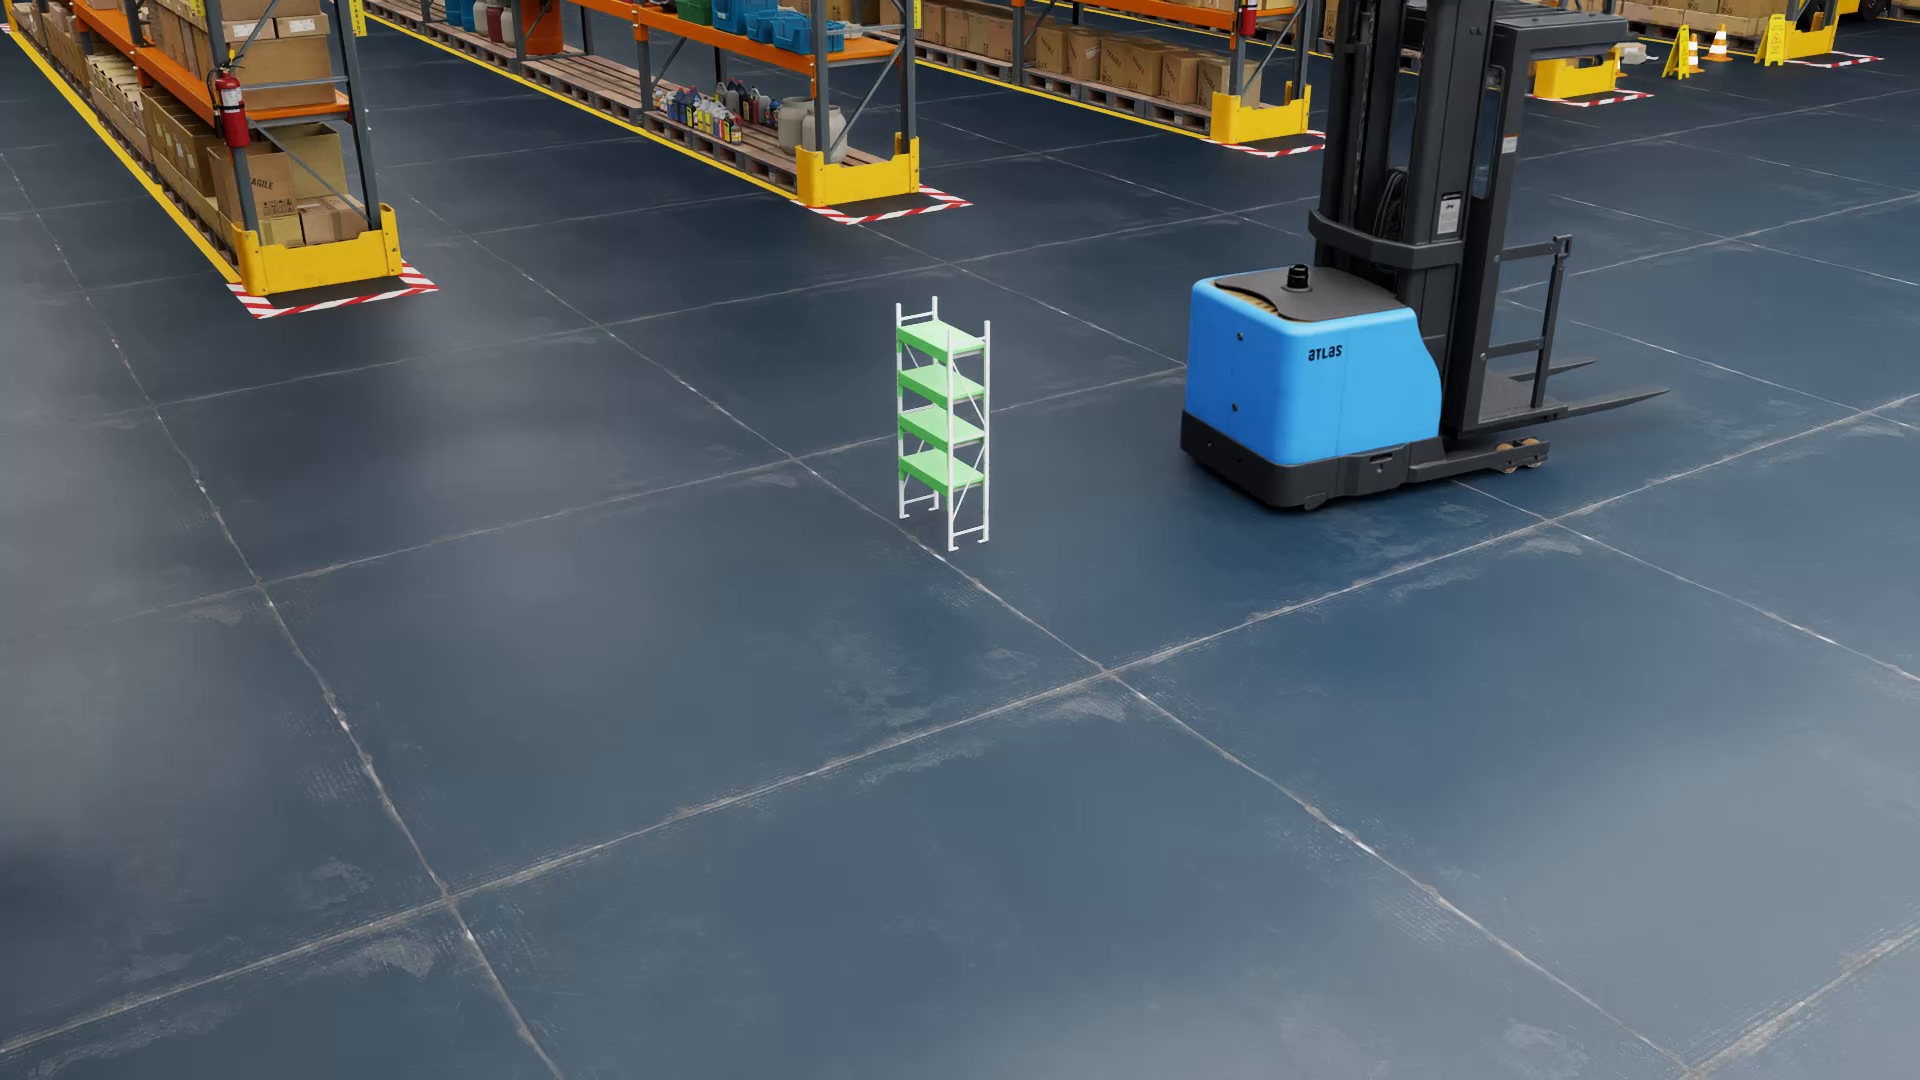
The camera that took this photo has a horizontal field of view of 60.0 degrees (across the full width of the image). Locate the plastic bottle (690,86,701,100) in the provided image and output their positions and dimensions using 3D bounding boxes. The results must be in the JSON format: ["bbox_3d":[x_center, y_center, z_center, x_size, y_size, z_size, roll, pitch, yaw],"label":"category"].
[{"bbox_3d":[-2.833,-4.646,17.665,0.144,0.351,0.185,-16,29,-30],"label":"plastic bottle"}]

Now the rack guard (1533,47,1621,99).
[{"bbox_3d":[7.510,-5.701,20.240,1.175,0.500,0.348,-16,29,-30],"label":"rack guard"}]

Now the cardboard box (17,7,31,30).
[{"bbox_3d":[-13.145,-7.473,23.772,0.500,0.250,0.500,-16,29,-30],"label":"cardboard box"}]

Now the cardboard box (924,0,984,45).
[{"bbox_3d":[-0.069,-7.018,22.516,0.700,0.500,0.500,-13,28,-25],"label":"cardboard box"}]

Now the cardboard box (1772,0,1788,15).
[{"bbox_3d":[11.367,-7.676,23.348,0.500,0.500,0.500,-17,30,-31],"label":"cardboard box"}]

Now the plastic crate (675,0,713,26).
[{"bbox_3d":[-2.542,-5.349,16.816,0.450,0.188,0.662,-16,29,-30],"label":"plastic crate"}]

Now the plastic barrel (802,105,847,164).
[{"bbox_3d":[-1.287,-3.848,15.810,0.421,0.512,0.421,0,25,0],"label":"plastic barrel"}]

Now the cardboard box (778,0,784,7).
[{"bbox_3d":[-2.410,-8.698,25.657,1.225,0.875,0.875,-17,30,-31],"label":"cardboard box"}]

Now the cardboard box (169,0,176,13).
[{"bbox_3d":[-6.366,-4.488,13.865,0.380,0.149,0.250,-16,30,-30],"label":"cardboard box"}]

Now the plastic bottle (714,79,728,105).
[{"bbox_3d":[-2.575,-4.801,17.993,0.144,0.351,0.185,-16,29,-30],"label":"plastic bottle"}]

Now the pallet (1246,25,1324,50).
[{"bbox_3d":[4.829,-7.268,23.898,1.003,0.211,1.213,-16,29,-30],"label":"pallet"}]

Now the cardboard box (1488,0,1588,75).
[{"bbox_3d":[7.072,-6.296,20.570,0.875,0.875,0.875,-15,29,-29],"label":"cardboard box"}]

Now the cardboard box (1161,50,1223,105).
[{"bbox_3d":[2.605,-5.213,18.714,0.500,0.500,0.500,-8,26,-16],"label":"cardboard box"}]

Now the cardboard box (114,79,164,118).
[{"bbox_3d":[-8.220,-4.485,16.810,0.500,0.311,0.500,-16,29,-30],"label":"cardboard box"}]

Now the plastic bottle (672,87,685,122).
[{"bbox_3d":[-2.954,-4.612,17.594,0.144,0.351,0.185,-15,29,-28],"label":"plastic bottle"}]

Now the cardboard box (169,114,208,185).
[{"bbox_3d":[-6.388,-3.354,14.192,0.500,0.500,0.500,-16,29,-30],"label":"cardboard box"}]

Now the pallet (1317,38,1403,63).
[{"bbox_3d":[5.663,-6.719,22.736,1.003,0.211,1.213,-16,29,-30],"label":"pallet"}]

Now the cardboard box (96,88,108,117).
[{"bbox_3d":[-9.068,-4.785,18.102,0.500,0.250,0.500,-16,30,-31],"label":"cardboard box"}]

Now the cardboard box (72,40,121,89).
[{"bbox_3d":[-10.090,-5.623,19.559,0.500,0.500,0.500,-14,29,-28],"label":"cardboard box"}]

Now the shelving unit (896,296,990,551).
[{"bbox_3d":[-0.090,-0.602,8.619,0.258,1.200,0.503,-16,29,-30],"label":"shelving unit"}]

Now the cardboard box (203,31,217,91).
[{"bbox_3d":[-5.550,-3.815,13.200,0.700,0.500,0.500,-15,29,-28],"label":"cardboard box"}]

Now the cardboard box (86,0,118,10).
[{"bbox_3d":[-9.057,-5.869,17.773,0.500,0.311,0.500,-16,30,-30],"label":"cardboard box"}]

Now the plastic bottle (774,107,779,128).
[{"bbox_3d":[-1.888,-4.414,17.350,0.097,0.201,0.097,0,25,0],"label":"plastic bottle"}]

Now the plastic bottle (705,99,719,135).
[{"bbox_3d":[-2.517,-4.326,16.988,0.144,0.351,0.185,-14,29,-27],"label":"plastic bottle"}]

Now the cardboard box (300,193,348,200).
[{"bbox_3d":[-5.398,-2.781,13.856,0.500,0.250,0.500,-16,29,-30],"label":"cardboard box"}]

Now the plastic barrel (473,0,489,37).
[{"bbox_3d":[-6.512,-7.248,23.012,0.421,0.512,0.421,0,25,0],"label":"plastic barrel"}]

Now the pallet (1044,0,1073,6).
[{"bbox_3d":[2.043,-9.156,27.898,1.003,0.211,1.213,-16,29,-30],"label":"pallet"}]

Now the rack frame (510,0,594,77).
[{"bbox_3d":[-5.231,-7.427,20.969,1.000,3.000,0.127,-16,29,-30],"label":"rack frame"}]

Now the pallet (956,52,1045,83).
[{"bbox_3d":[0.677,-6.168,21.568,1.003,0.211,1.213,-16,29,-30],"label":"pallet"}]

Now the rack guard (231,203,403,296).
[{"bbox_3d":[-5.002,-2.274,12.981,1.175,0.500,0.348,-16,29,-30],"label":"rack guard"}]

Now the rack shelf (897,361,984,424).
[{"bbox_3d":[-0.090,-0.761,8.544,0.258,0.148,0.480,-16,29,-30],"label":"rack shelf"}]

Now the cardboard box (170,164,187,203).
[{"bbox_3d":[-6.663,-3.193,14.730,0.500,0.250,0.500,-16,29,-30],"label":"cardboard box"}]

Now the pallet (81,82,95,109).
[{"bbox_3d":[-9.759,-5.289,19.707,1.003,0.211,1.213,-16,29,-30],"label":"pallet"}]

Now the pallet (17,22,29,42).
[{"bbox_3d":[-13.272,-7.562,24.522,1.003,0.211,1.213,-16,29,-30],"label":"pallet"}]

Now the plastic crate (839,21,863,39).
[{"bbox_3d":[-1.082,-4.842,15.801,0.298,0.136,0.250,-16,29,-30],"label":"plastic crate"}]

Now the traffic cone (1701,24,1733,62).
[{"bbox_3d":[10.274,-6.735,22.476,0.336,0.463,0.334,-16,29,-30],"label":"traffic cone"}]

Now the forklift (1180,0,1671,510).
[{"bbox_3d":[2.845,-1.900,9.340,3.031,2.935,1.130,-11,28,-23],"label":"forklift"}]

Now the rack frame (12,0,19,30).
[{"bbox_3d":[-13.750,-9.136,24.588,1.000,3.000,0.127,-16,29,-30],"label":"rack frame"}]

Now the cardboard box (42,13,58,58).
[{"bbox_3d":[-11.506,-6.544,21.511,0.500,0.500,0.500,-17,30,-32],"label":"cardboard box"}]

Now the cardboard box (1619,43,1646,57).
[{"bbox_3d":[9.182,-6.738,22.849,0.380,0.149,0.250,-1,25,-3],"label":"cardboard box"}]

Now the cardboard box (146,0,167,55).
[{"bbox_3d":[-6.952,-4.731,15.142,0.700,0.500,0.500,-16,30,-31],"label":"cardboard box"}]

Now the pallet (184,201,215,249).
[{"bbox_3d":[-6.130,-2.852,14.543,1.003,0.211,1.213,-16,29,-30],"label":"pallet"}]

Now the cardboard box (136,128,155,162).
[{"bbox_3d":[-7.668,-3.871,16.165,0.500,0.250,0.500,-16,30,-30],"label":"cardboard box"}]

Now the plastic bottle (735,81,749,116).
[{"bbox_3d":[-2.349,-4.766,17.919,0.144,0.351,0.185,-17,30,-32],"label":"plastic bottle"}]

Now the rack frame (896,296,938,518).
[{"bbox_3d":[-0.224,-0.689,8.804,0.240,1.200,0.015,-16,29,-30],"label":"rack frame"}]

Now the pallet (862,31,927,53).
[{"bbox_3d":[-0.655,-7.041,23.417,1.003,0.211,1.213,-16,29,-30],"label":"pallet"}]

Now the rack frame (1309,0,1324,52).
[{"bbox_3d":[5.314,-8.270,22.756,1.000,3.000,0.127,-16,29,-30],"label":"rack frame"}]

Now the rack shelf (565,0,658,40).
[{"bbox_3d":[-4.139,-6.387,19.608,1.077,0.370,4.000,-16,29,-30],"label":"rack shelf"}]

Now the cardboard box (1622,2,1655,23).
[{"bbox_3d":[10.095,-7.755,24.393,0.500,0.250,0.500,-16,30,-30],"label":"cardboard box"}]

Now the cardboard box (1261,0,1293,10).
[{"bbox_3d":[3.331,-5.764,17.740,0.380,0.149,0.250,-16,29,-30],"label":"cardboard box"}]

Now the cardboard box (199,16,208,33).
[{"bbox_3d":[-5.668,-4.028,12.893,0.380,0.149,0.250,-16,30,-30],"label":"cardboard box"}]

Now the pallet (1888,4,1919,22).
[{"bbox_3d":[15.294,-8.190,25.852,1.003,0.211,1.213,-16,29,-30],"label":"pallet"}]
